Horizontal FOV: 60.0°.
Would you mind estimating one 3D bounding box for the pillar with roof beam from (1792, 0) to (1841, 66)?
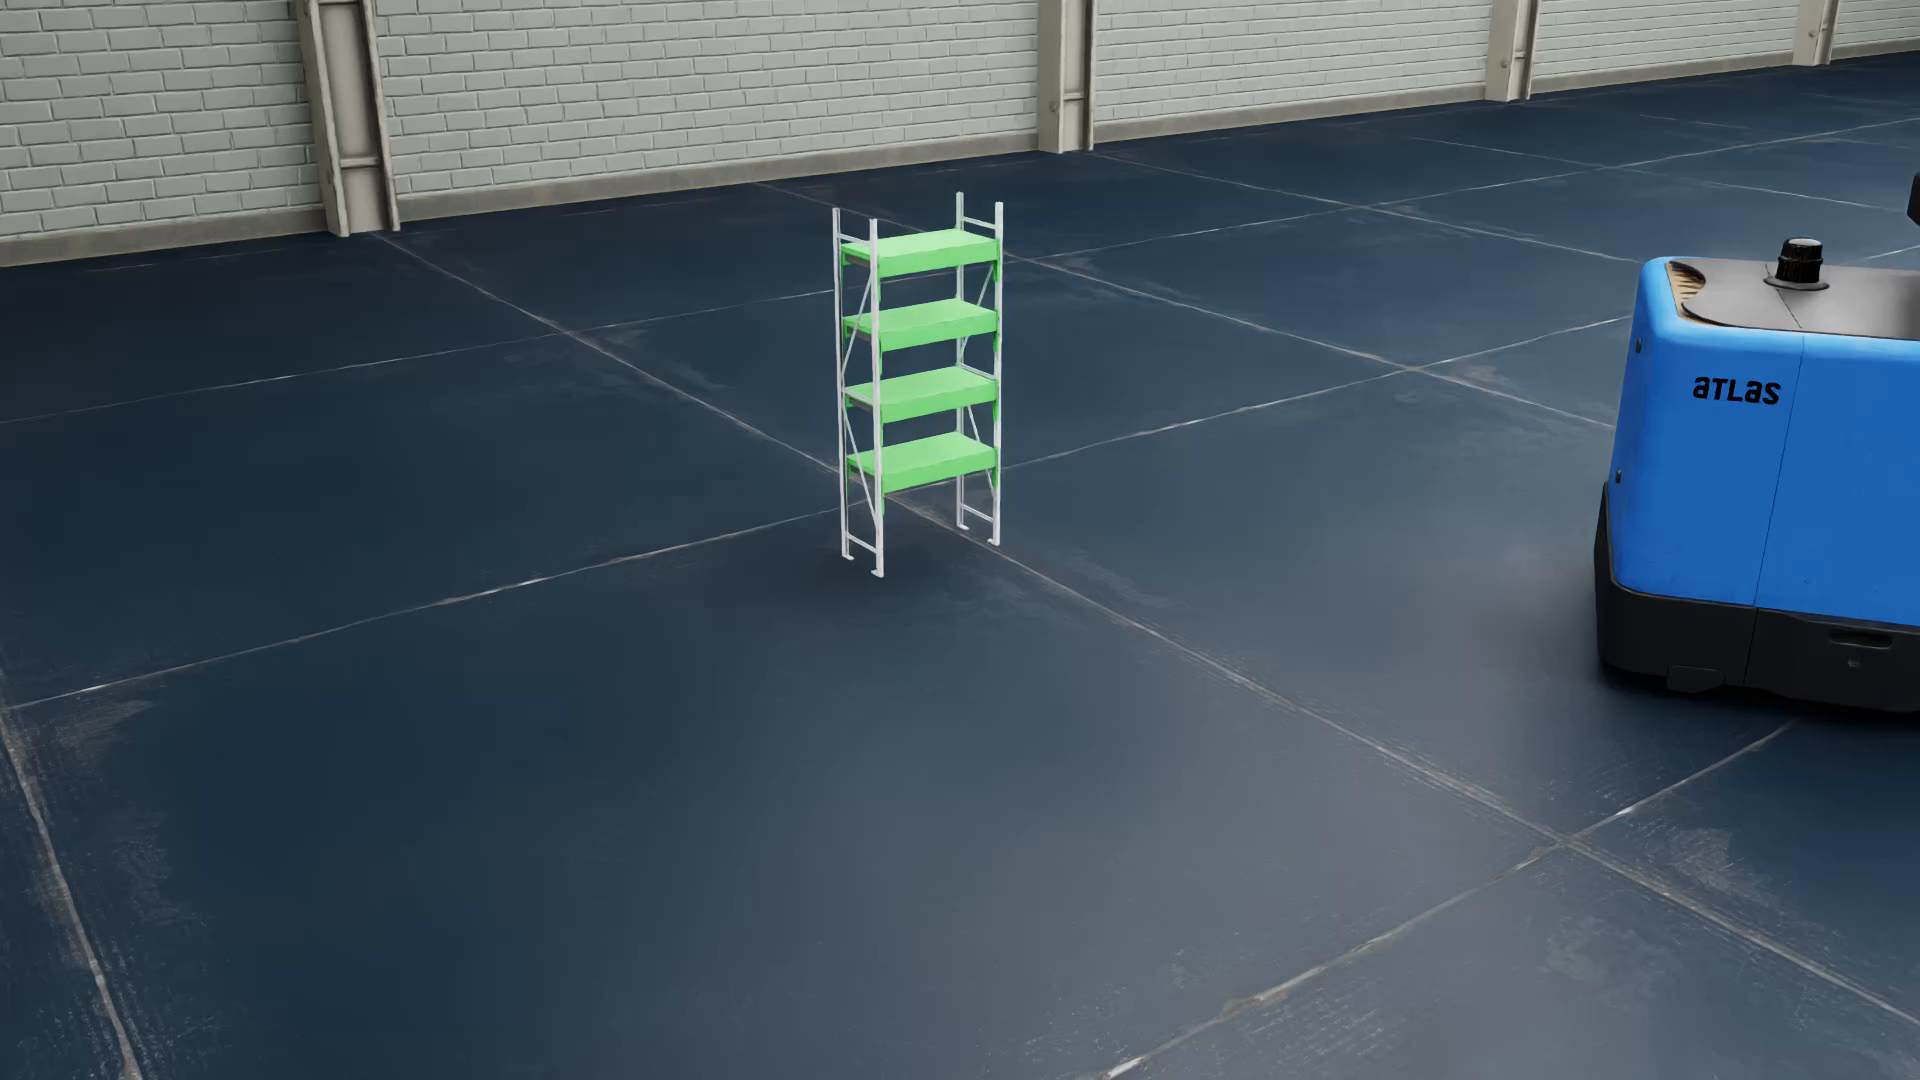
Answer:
[{"bbox_3d":[13.157,-8.846,15.923,0.400,9.000,9.100,-15,26,-33],"label":"pillar with roof beam"}]

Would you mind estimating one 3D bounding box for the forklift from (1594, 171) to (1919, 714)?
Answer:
[{"bbox_3d":[3.441,-0.932,4.277,3.031,2.935,1.130,7,23,17],"label":"forklift"}]

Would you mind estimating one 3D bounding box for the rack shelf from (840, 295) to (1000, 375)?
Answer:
[{"bbox_3d":[-0.134,-0.685,5.519,0.480,0.148,0.258,-15,26,-33],"label":"rack shelf"}]

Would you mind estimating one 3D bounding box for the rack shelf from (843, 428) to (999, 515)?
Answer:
[{"bbox_3d":[-0.134,-0.239,5.697,0.480,0.148,0.258,-15,26,-33],"label":"rack shelf"}]

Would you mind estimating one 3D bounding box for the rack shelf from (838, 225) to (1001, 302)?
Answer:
[{"bbox_3d":[-0.134,-0.908,5.430,0.480,0.148,0.258,-15,26,-33],"label":"rack shelf"}]

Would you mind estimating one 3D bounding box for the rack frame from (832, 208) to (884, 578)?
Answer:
[{"bbox_3d":[-0.332,-0.469,5.452,0.015,1.200,0.240,-15,26,-33],"label":"rack frame"}]

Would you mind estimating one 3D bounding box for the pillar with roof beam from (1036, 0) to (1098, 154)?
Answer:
[{"bbox_3d":[3.416,-6.249,9.414,0.400,9.000,9.100,-15,26,-33],"label":"pillar with roof beam"}]

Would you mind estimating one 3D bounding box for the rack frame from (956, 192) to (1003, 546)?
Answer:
[{"bbox_3d":[0.064,-0.574,5.717,0.015,1.200,0.240,-15,26,-33],"label":"rack frame"}]

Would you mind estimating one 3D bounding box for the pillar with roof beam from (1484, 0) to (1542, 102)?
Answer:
[{"bbox_3d":[8.287,-7.547,12.668,0.400,9.000,9.100,-15,26,-33],"label":"pillar with roof beam"}]

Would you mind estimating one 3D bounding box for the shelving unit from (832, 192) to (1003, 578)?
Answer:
[{"bbox_3d":[-0.134,-0.521,5.584,0.503,1.200,0.258,-15,26,-33],"label":"shelving unit"}]

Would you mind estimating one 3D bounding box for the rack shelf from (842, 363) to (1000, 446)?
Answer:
[{"bbox_3d":[-0.134,-0.462,5.608,0.480,0.148,0.258,-15,26,-33],"label":"rack shelf"}]

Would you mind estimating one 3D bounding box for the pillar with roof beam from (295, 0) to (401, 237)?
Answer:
[{"bbox_3d":[-1.454,-4.950,6.159,0.400,9.000,9.100,-15,26,-33],"label":"pillar with roof beam"}]
